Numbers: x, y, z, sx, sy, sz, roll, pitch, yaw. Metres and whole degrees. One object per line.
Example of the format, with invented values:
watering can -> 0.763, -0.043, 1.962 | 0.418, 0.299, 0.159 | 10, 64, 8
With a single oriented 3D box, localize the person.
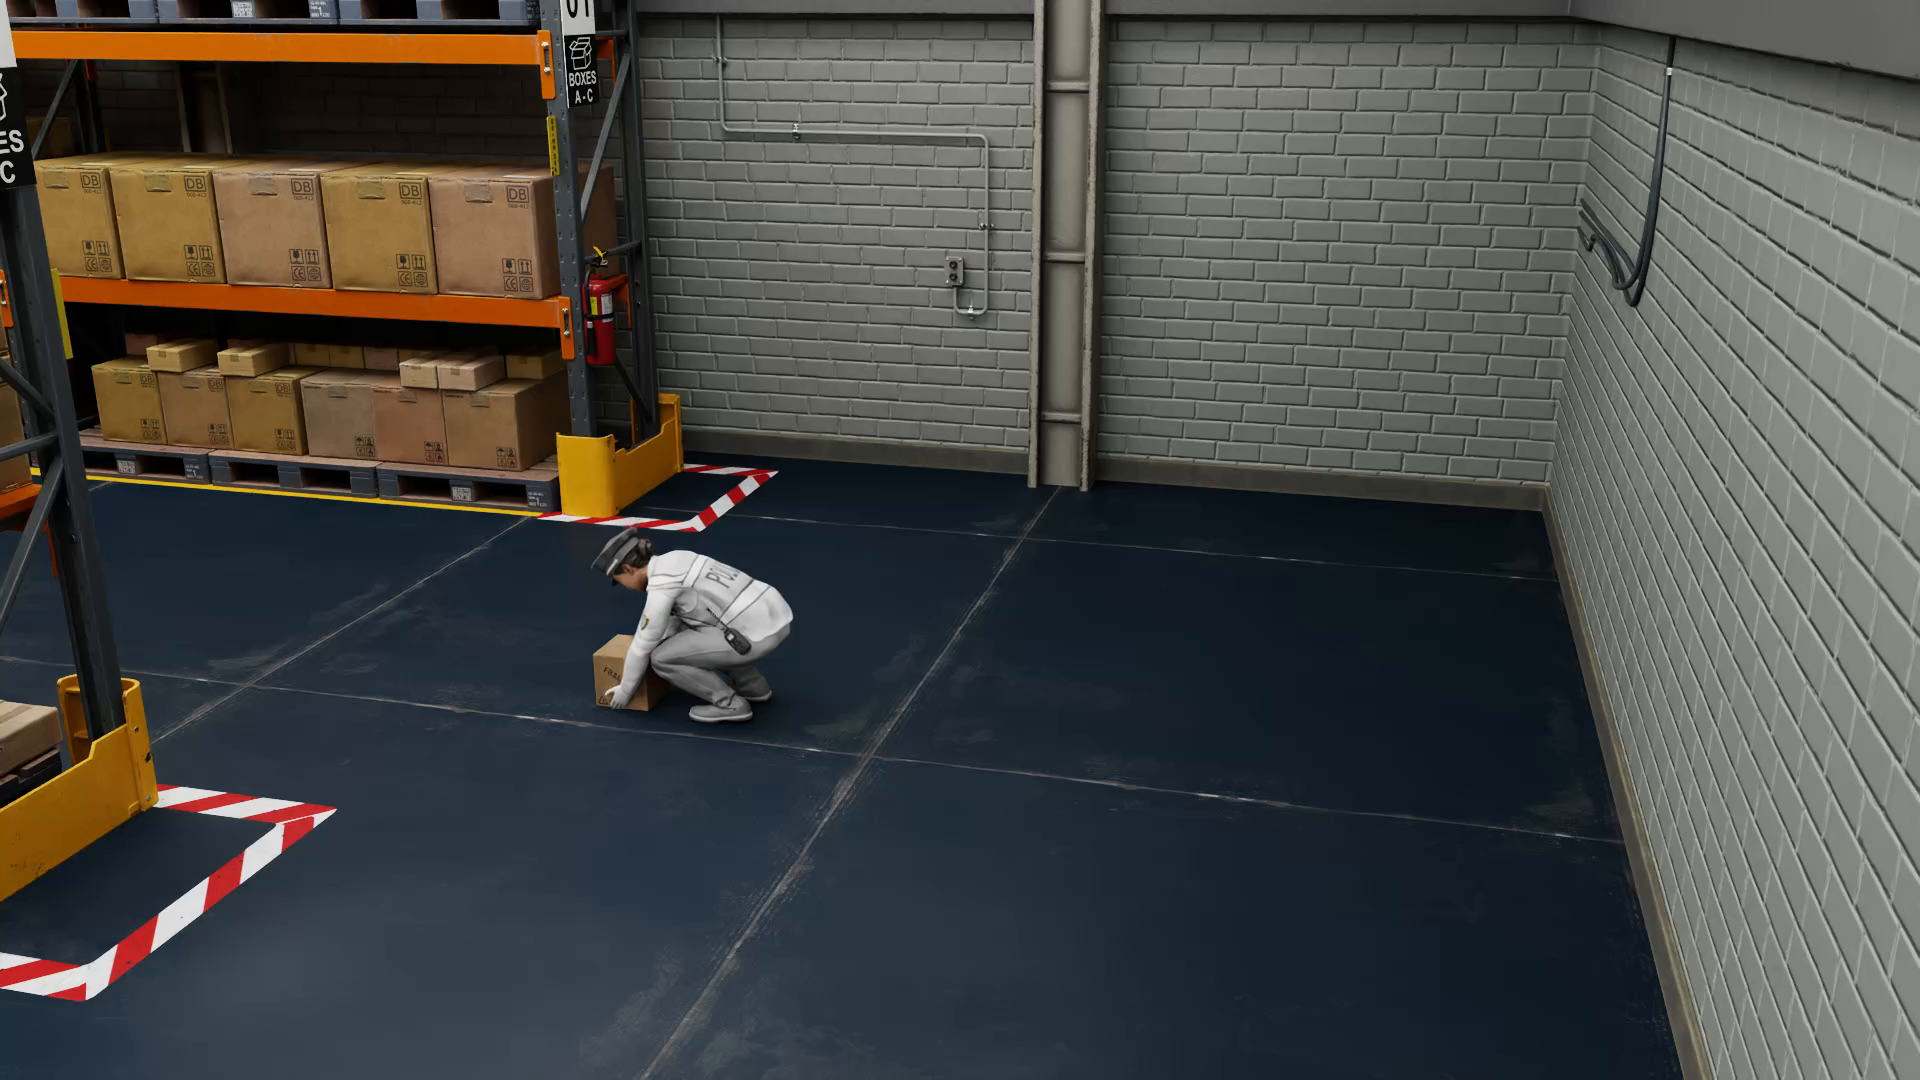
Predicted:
person -> -1.176, 0.360, 7.333 | 0.863, 0.851, 0.478 | 5, 19, 14
